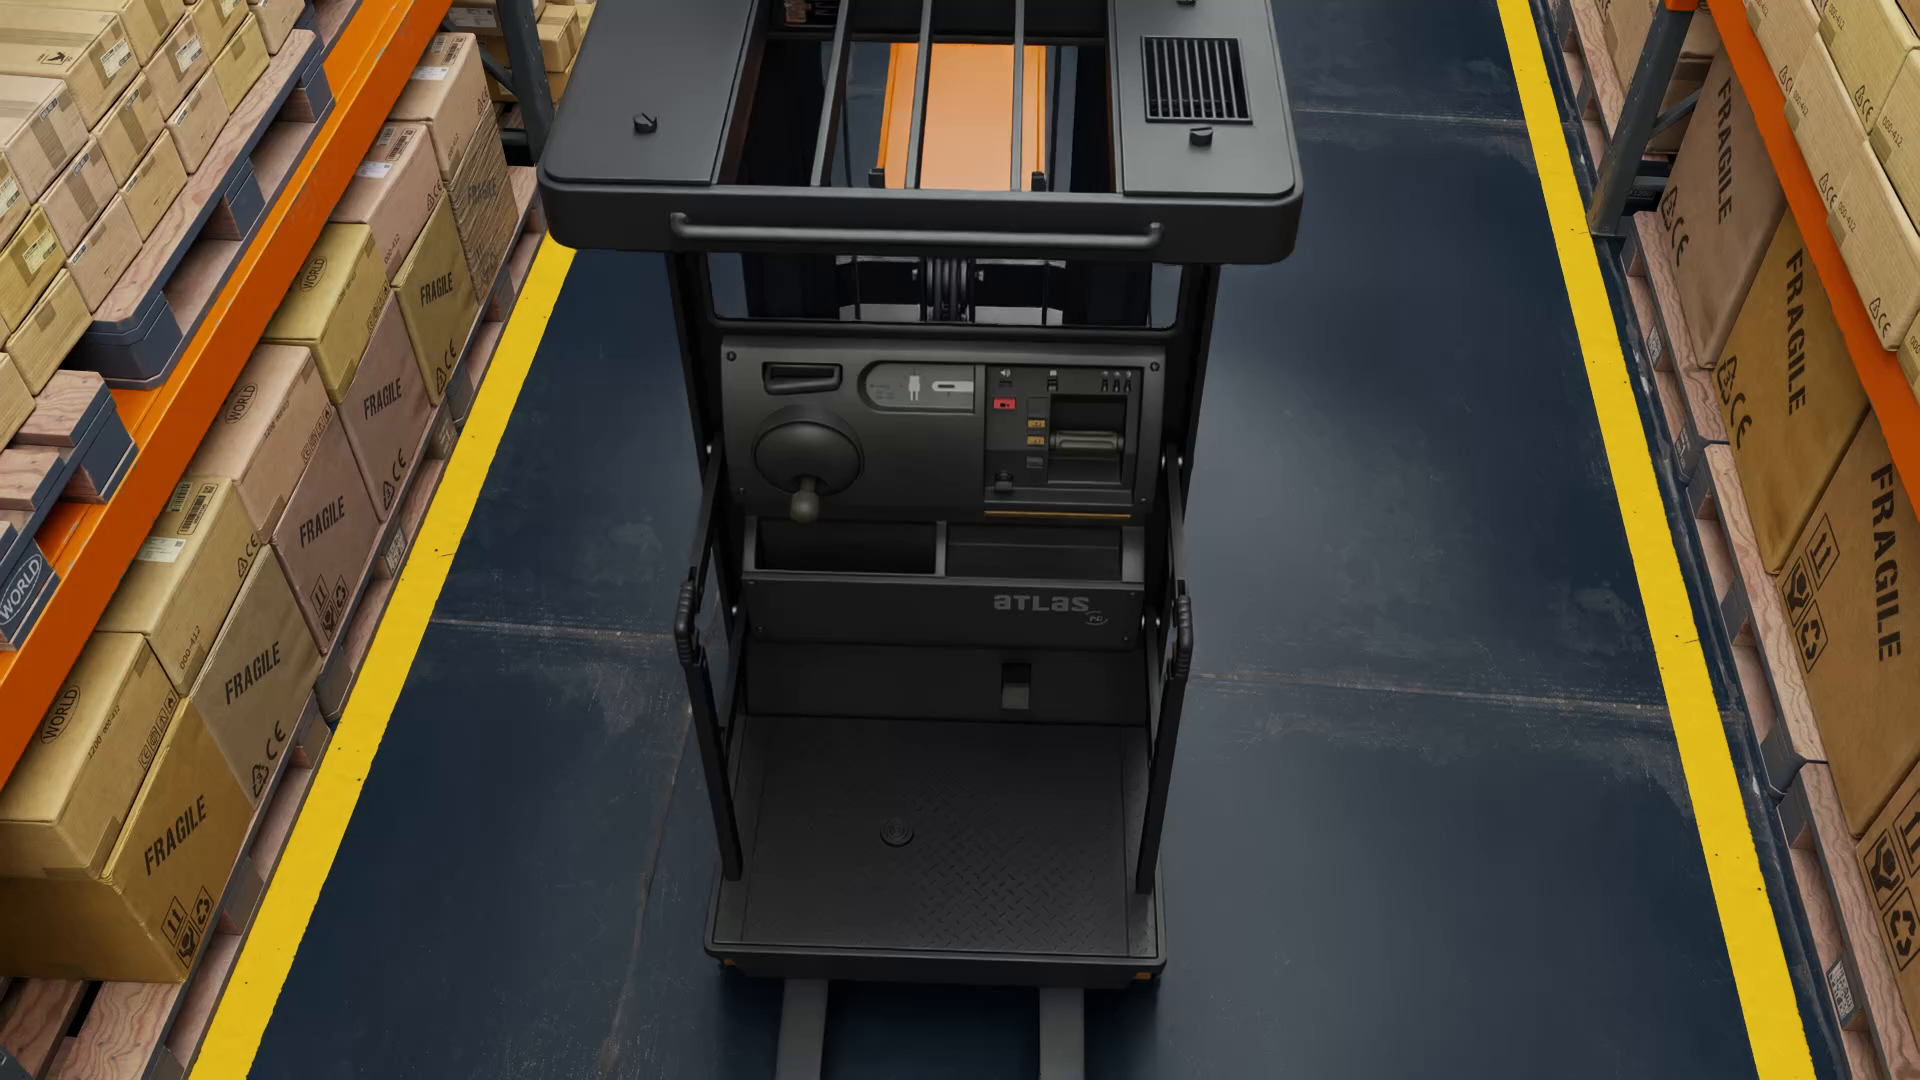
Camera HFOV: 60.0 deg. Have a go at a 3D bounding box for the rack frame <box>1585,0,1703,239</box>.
[{"bbox_3d":[2.892,-2.172,5.204,1.000,3.000,0.127,4,48,4],"label":"rack frame"}]

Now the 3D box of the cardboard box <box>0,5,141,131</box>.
[{"bbox_3d":[-2.058,-1.042,3.652,0.380,0.149,0.250,5,48,5],"label":"cardboard box"}]

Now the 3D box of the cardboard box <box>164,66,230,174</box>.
[{"bbox_3d":[-2.025,-1.029,4.044,0.380,0.149,0.250,2,48,2],"label":"cardboard box"}]

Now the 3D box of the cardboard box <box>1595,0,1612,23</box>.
[{"bbox_3d":[3.137,-2.561,7.012,0.875,0.438,0.875,3,48,2],"label":"cardboard box"}]

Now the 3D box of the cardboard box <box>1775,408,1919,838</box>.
[{"bbox_3d":[2.759,0.185,4.203,0.875,0.875,0.875,4,48,4],"label":"cardboard box"}]

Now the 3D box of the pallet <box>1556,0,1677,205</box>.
[{"bbox_3d":[3.039,-1.785,6.739,1.003,0.211,1.213,4,48,4],"label":"pallet"}]

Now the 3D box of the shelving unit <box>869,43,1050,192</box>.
[{"bbox_3d":[0.013,-1.031,5.431,0.538,1.125,1.048,2,48,1],"label":"shelving unit"}]

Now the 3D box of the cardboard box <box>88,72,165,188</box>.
[{"bbox_3d":[-2.051,-0.937,3.758,0.380,0.149,0.250,3,48,3],"label":"cardboard box"}]

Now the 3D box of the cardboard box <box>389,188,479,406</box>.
[{"bbox_3d":[-1.910,-0.791,5.350,0.500,0.500,0.500,3,48,3],"label":"cardboard box"}]

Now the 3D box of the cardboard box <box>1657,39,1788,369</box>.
[{"bbox_3d":[2.915,-1.136,5.411,0.875,0.875,0.875,5,48,5],"label":"cardboard box"}]

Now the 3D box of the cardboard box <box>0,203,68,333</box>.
[{"bbox_3d":[-2.101,-0.572,3.424,0.380,0.149,0.250,4,48,4],"label":"cardboard box"}]

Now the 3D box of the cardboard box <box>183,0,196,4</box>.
[{"bbox_3d":[-2.008,-1.423,4.001,0.380,0.149,0.250,2,48,2],"label":"cardboard box"}]

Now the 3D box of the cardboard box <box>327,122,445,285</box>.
[{"bbox_3d":[-1.923,-1.041,5.070,0.500,0.250,0.500,6,48,5],"label":"cardboard box"}]

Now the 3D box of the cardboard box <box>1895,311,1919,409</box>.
[{"bbox_3d":[2.408,-0.317,3.609,0.500,0.250,0.500,3,48,3],"label":"cardboard box"}]

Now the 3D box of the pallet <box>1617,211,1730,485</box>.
[{"bbox_3d":[2.897,-0.659,5.710,1.003,0.211,1.213,4,48,4],"label":"pallet"}]

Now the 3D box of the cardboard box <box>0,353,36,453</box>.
[{"bbox_3d":[-2.121,-0.259,3.340,0.380,0.149,0.250,6,48,5],"label":"cardboard box"}]

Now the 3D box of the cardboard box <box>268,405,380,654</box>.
[{"bbox_3d":[-2.008,-0.039,4.663,0.500,0.500,0.500,3,48,3],"label":"cardboard box"}]

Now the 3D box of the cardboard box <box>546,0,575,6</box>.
[{"bbox_3d":[-1.761,-2.148,6.627,0.380,0.149,0.250,4,48,4],"label":"cardboard box"}]

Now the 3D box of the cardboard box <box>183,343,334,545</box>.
[{"bbox_3d":[-2.003,-0.268,4.364,0.500,0.250,0.500,4,48,4],"label":"cardboard box"}]

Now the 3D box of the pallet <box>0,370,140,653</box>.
[{"bbox_3d":[-2.452,0.042,3.308,1.213,0.211,1.003,4,48,4],"label":"pallet"}]

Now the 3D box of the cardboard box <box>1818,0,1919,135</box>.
[{"bbox_3d":[2.479,-1.232,4.107,0.500,0.250,0.500,4,48,4],"label":"cardboard box"}]

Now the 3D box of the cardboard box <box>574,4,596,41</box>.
[{"bbox_3d":[-1.669,-2.052,6.741,0.380,0.149,0.250,5,48,5],"label":"cardboard box"}]

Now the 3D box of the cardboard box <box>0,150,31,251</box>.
[{"bbox_3d":[-2.103,-0.648,3.292,0.380,0.149,0.250,2,48,2],"label":"cardboard box"}]

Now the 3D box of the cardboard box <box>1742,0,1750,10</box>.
[{"bbox_3d":[2.589,-1.816,4.980,0.500,0.250,0.500,3,48,3],"label":"cardboard box"}]

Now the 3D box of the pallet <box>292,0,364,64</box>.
[{"bbox_3d":[-2.261,-1.814,5.007,1.003,0.211,1.213,4,48,4],"label":"pallet"}]

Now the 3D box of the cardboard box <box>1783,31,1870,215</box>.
[{"bbox_3d":[2.481,-1.060,4.288,0.500,0.250,0.500,4,48,3],"label":"cardboard box"}]

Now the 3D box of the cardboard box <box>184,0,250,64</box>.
[{"bbox_3d":[-2.003,-1.314,4.103,0.380,0.149,0.250,4,48,4],"label":"cardboard box"}]

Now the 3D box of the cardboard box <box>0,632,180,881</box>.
[{"bbox_3d":[-2.107,0.467,3.691,0.500,0.250,0.500,2,48,2],"label":"cardboard box"}]

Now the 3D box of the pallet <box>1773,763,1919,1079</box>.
[{"bbox_3d":[2.674,1.134,4.070,1.003,0.211,1.213,4,48,4],"label":"pallet"}]

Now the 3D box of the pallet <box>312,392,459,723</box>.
[{"bbox_3d":[-2.225,-0.019,5.124,1.003,0.211,1.213,4,48,4],"label":"pallet"}]

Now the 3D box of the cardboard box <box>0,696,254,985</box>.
[{"bbox_3d":[-2.093,0.708,3.979,0.500,0.500,0.500,2,48,2],"label":"cardboard box"}]

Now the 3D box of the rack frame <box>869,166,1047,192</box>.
[{"bbox_3d":[-0.006,-0.656,5.088,0.500,1.125,0.032,2,48,1],"label":"rack frame"}]

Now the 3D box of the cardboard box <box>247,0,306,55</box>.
[{"bbox_3d":[-1.976,-1.420,4.401,0.380,0.149,0.250,2,48,2],"label":"cardboard box"}]

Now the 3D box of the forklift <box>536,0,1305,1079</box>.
[{"bbox_3d":[-0.043,-0.126,3.379,1.130,2.935,3.031,2,48,1],"label":"forklift"}]

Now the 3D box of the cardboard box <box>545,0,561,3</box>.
[{"bbox_3d":[-1.725,-2.249,6.518,0.380,0.149,0.250,6,48,5],"label":"cardboard box"}]

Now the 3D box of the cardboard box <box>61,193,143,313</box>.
[{"bbox_3d":[-2.076,-0.653,3.700,0.380,0.149,0.250,5,48,5],"label":"cardboard box"}]
